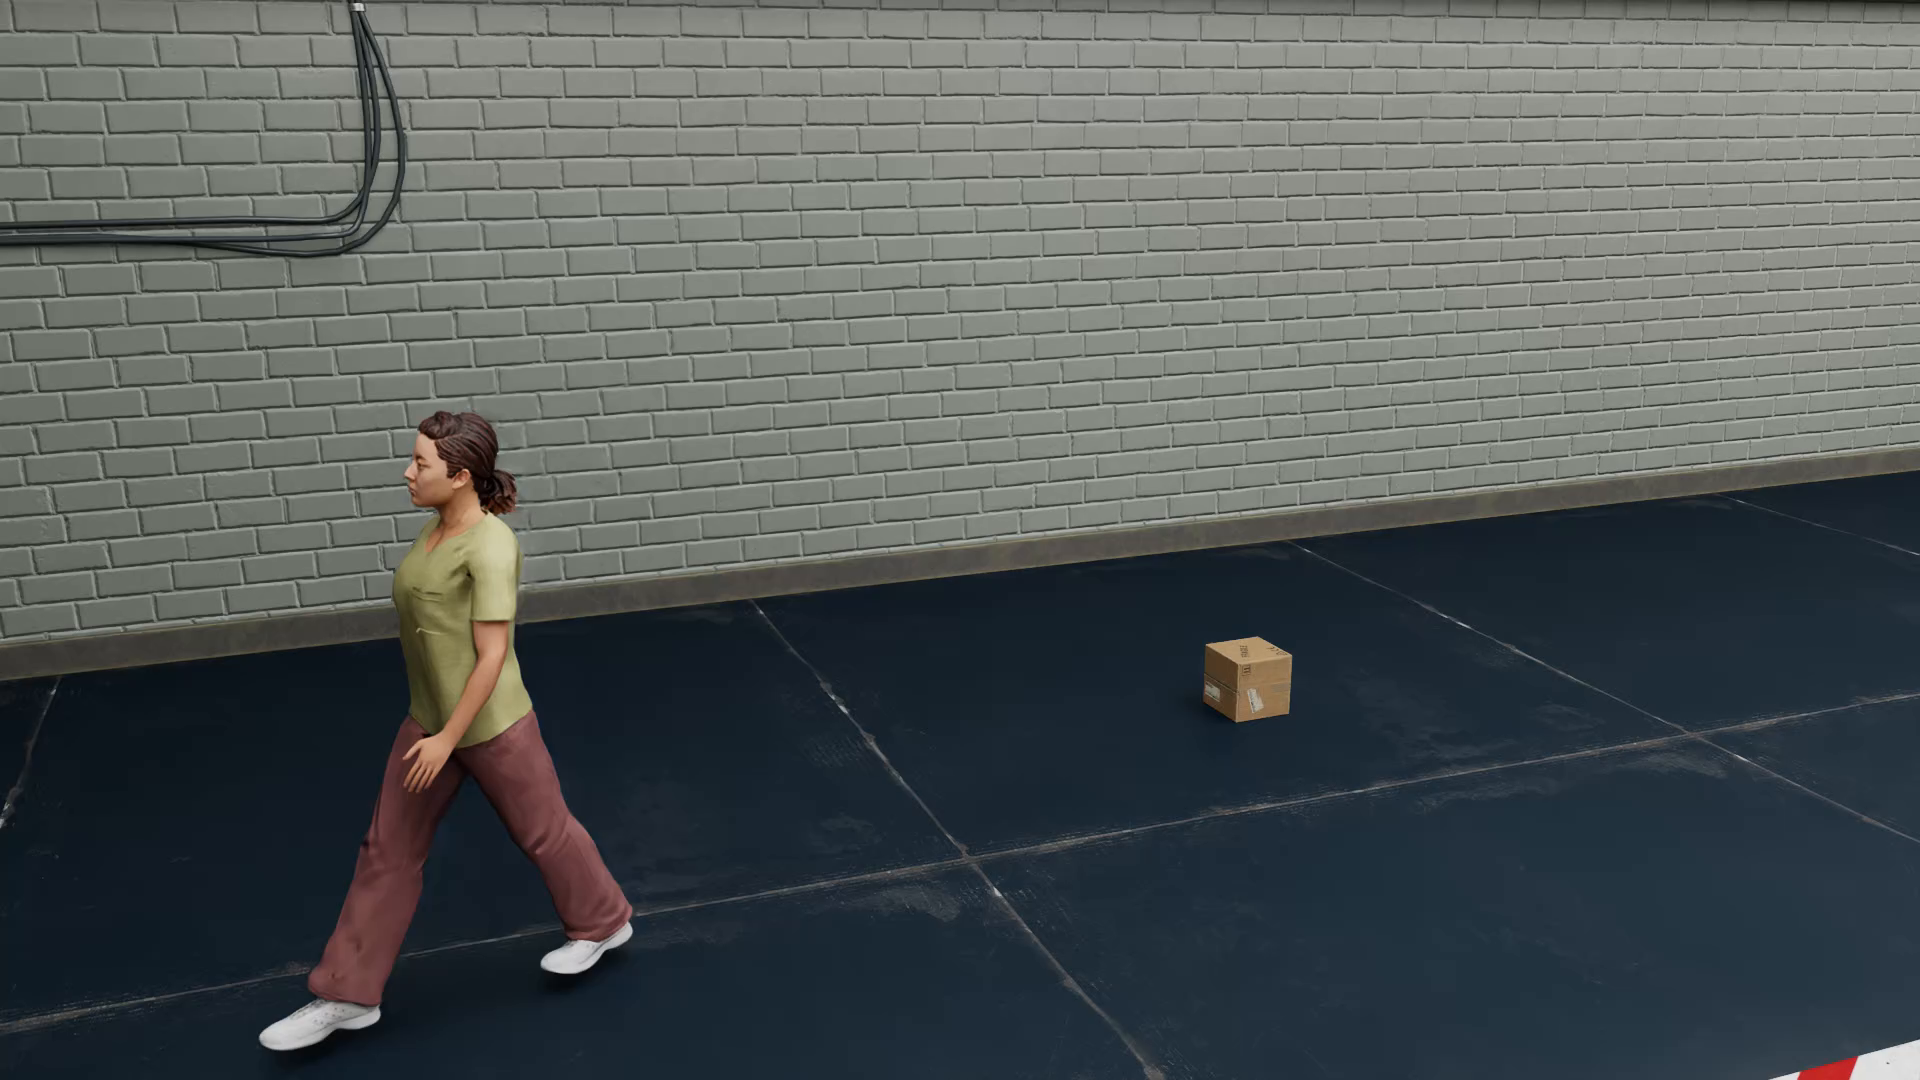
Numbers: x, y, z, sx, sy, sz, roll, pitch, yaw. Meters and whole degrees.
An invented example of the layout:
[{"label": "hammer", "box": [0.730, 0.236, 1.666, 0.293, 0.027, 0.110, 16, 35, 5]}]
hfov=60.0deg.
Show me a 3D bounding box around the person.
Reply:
[{"label": "person", "box": [-1.338, 0.476, 4.284, 1.021, 1.607, 0.457, -14, 21, -42]}]
